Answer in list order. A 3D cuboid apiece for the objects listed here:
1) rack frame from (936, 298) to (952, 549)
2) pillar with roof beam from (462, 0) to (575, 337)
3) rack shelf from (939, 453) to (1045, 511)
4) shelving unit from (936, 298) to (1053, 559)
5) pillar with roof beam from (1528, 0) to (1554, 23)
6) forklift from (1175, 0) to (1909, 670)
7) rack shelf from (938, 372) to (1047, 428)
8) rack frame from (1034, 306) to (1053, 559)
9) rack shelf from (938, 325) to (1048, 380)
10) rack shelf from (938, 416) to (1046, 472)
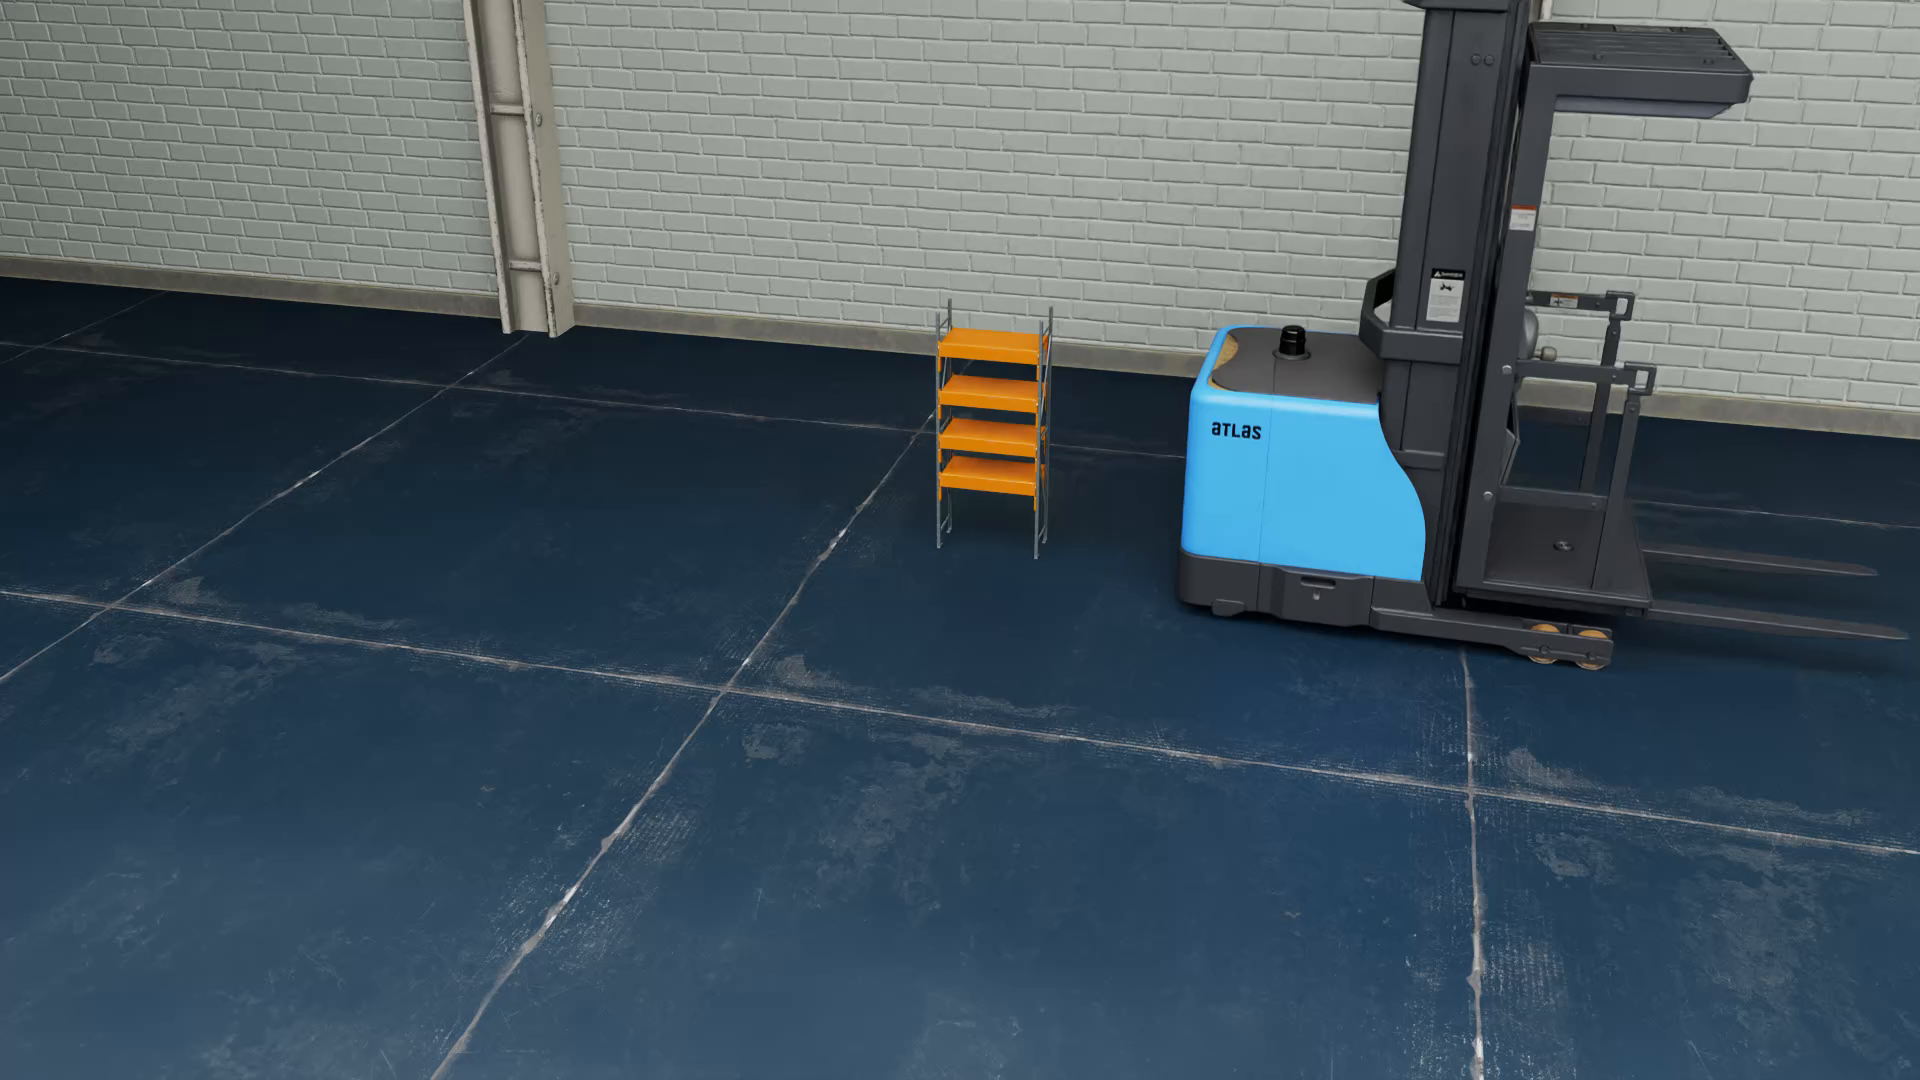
[{"bbox_3d":[-0.076,-0.550,8.010,0.015,1.200,0.240,6,26,13],"label":"rack frame"},{"bbox_3d":[-3.918,-3.706,5.567,0.400,9.000,9.100,6,26,13],"label":"pillar with roof beam"},{"bbox_3d":[0.160,-0.284,8.069,0.480,0.148,0.258,6,26,13],"label":"rack shelf"},{"bbox_3d":[0.160,-0.524,7.955,0.503,1.200,0.258,6,26,13],"label":"shelving unit"},{"bbox_3d":[1.893,-3.064,4.217,0.400,9.000,9.100,6,26,13],"label":"pillar with roof beam"},{"bbox_3d":[2.554,-1.025,6.992,3.031,2.935,1.130,7,26,14],"label":"forklift"},{"bbox_3d":[0.160,-0.665,7.888,0.480,0.148,0.258,6,26,13],"label":"rack shelf"},{"bbox_3d":[0.397,-0.498,7.900,0.015,1.200,0.240,6,26,13],"label":"rack frame"},{"bbox_3d":[0.160,-0.879,7.786,0.480,0.148,0.258,6,26,13],"label":"rack shelf"},{"bbox_3d":[0.160,-0.463,7.984,0.480,0.148,0.258,6,26,13],"label":"rack shelf"}]
